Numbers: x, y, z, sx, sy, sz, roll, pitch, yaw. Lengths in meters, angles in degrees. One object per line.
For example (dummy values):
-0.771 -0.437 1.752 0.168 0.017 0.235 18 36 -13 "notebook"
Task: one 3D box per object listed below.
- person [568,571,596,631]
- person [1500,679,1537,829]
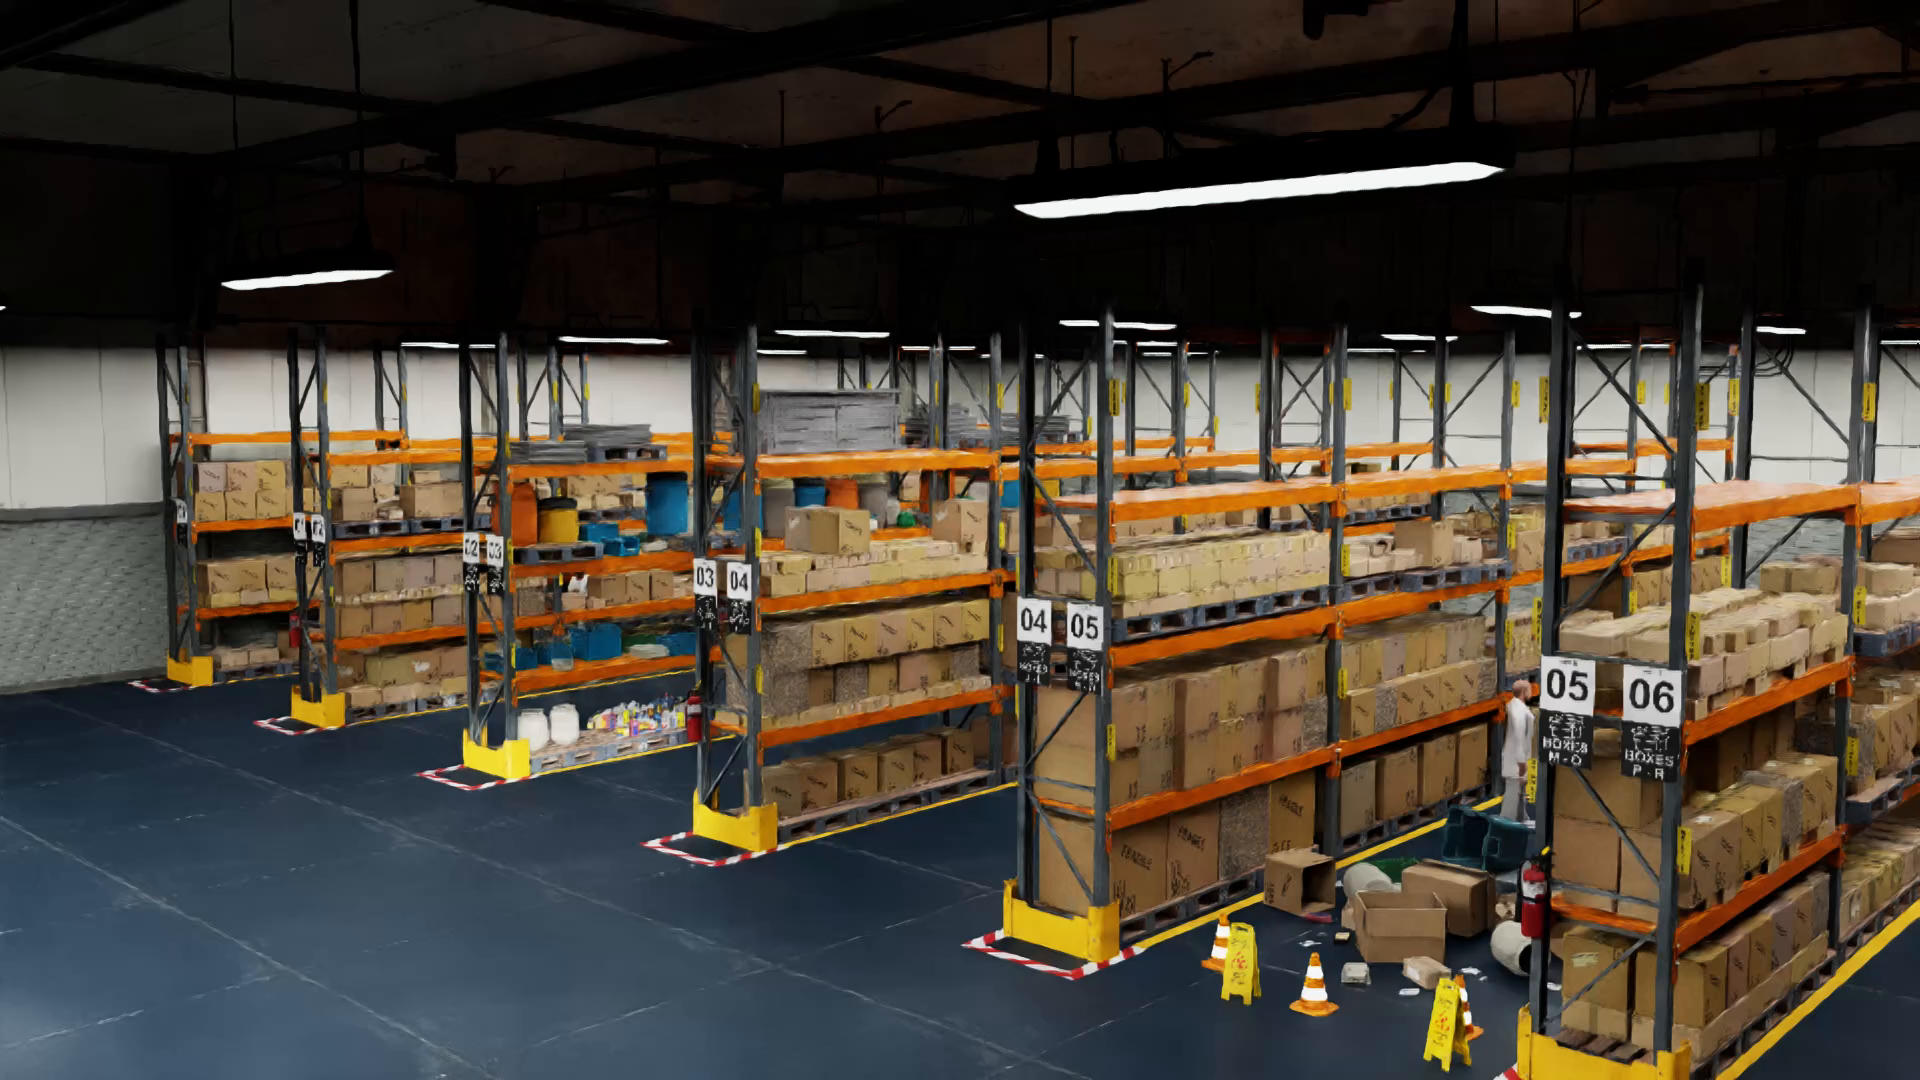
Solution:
-7.403 1.259 32.449 0.569 1.709 1.034 4 6 34 "person"
6.427 2.476 18.990 0.520 1.790 0.656 1 6 13 "person"
